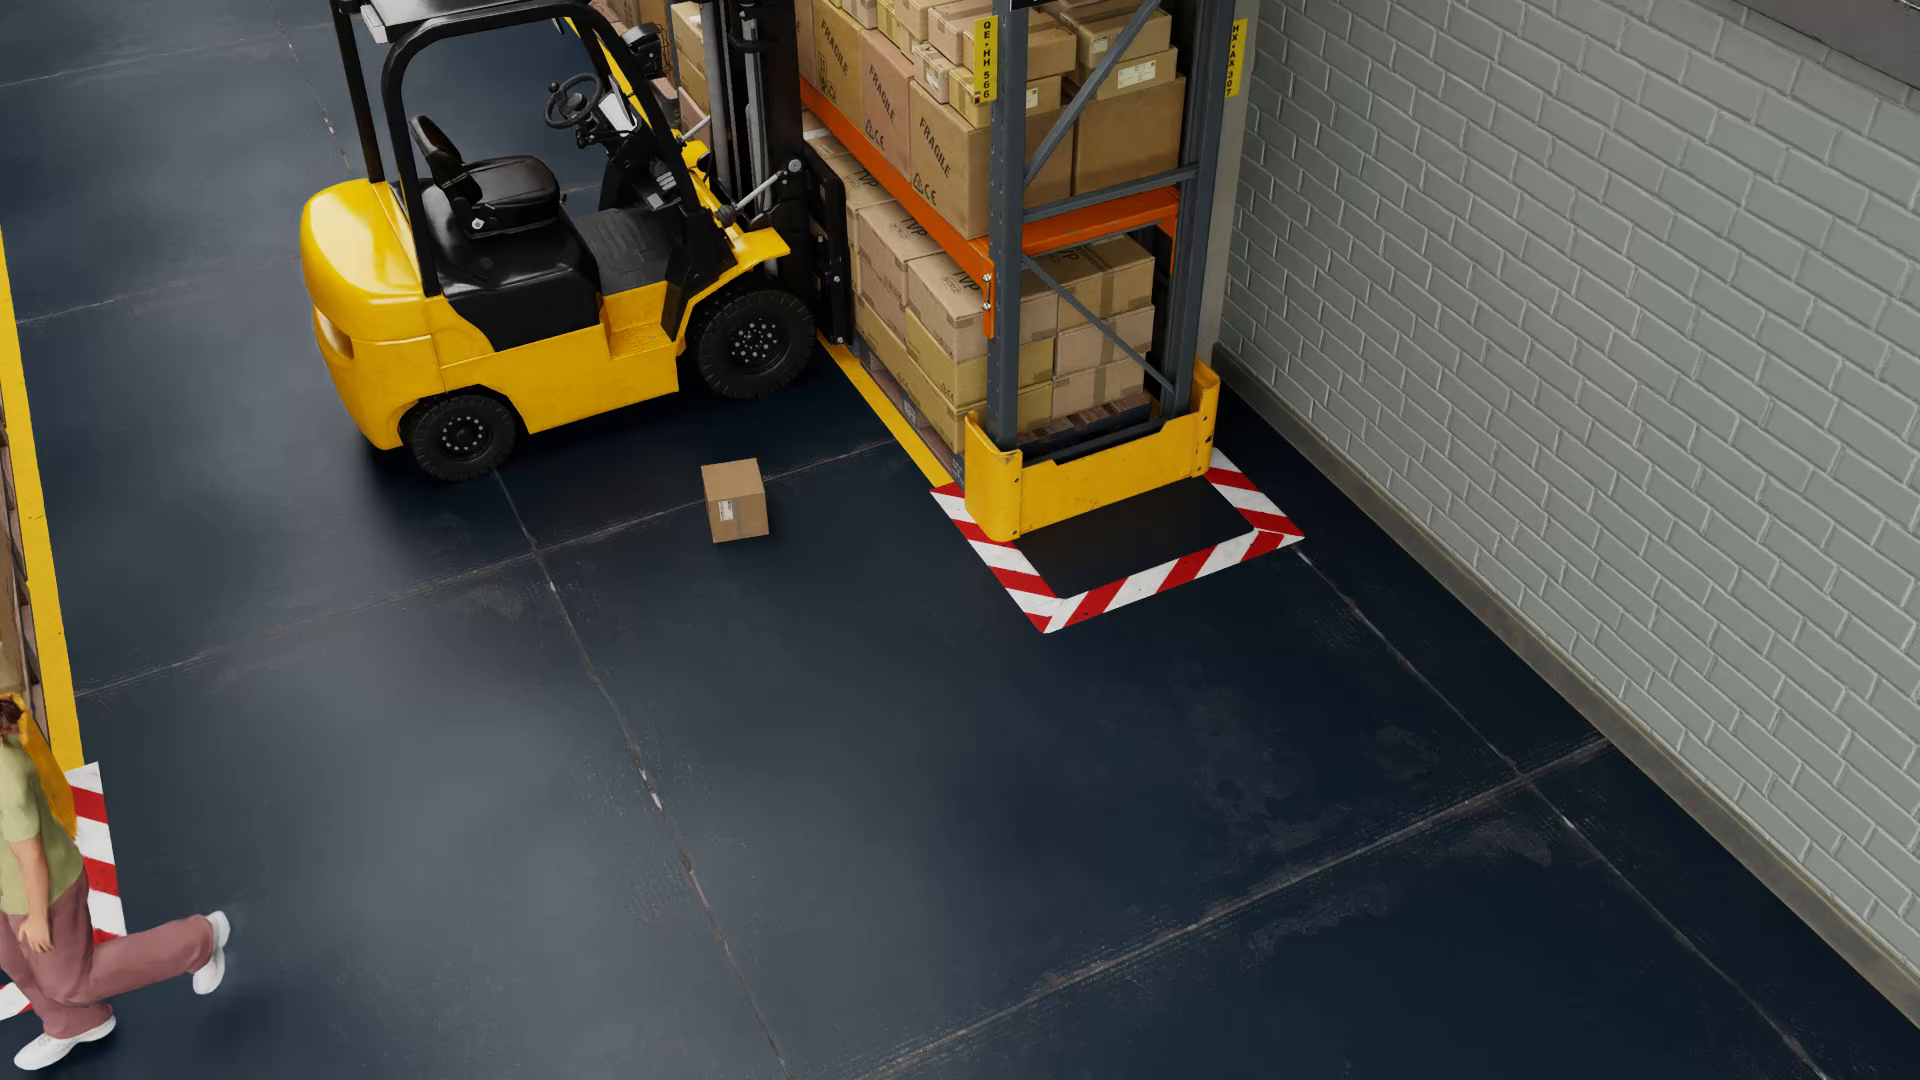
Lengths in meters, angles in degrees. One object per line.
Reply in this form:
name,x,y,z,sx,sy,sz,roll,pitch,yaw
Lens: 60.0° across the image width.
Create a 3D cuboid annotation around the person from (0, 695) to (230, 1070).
person,-2.753,0.980,5.023,0.723,1.646,0.450,-32,51,-31
